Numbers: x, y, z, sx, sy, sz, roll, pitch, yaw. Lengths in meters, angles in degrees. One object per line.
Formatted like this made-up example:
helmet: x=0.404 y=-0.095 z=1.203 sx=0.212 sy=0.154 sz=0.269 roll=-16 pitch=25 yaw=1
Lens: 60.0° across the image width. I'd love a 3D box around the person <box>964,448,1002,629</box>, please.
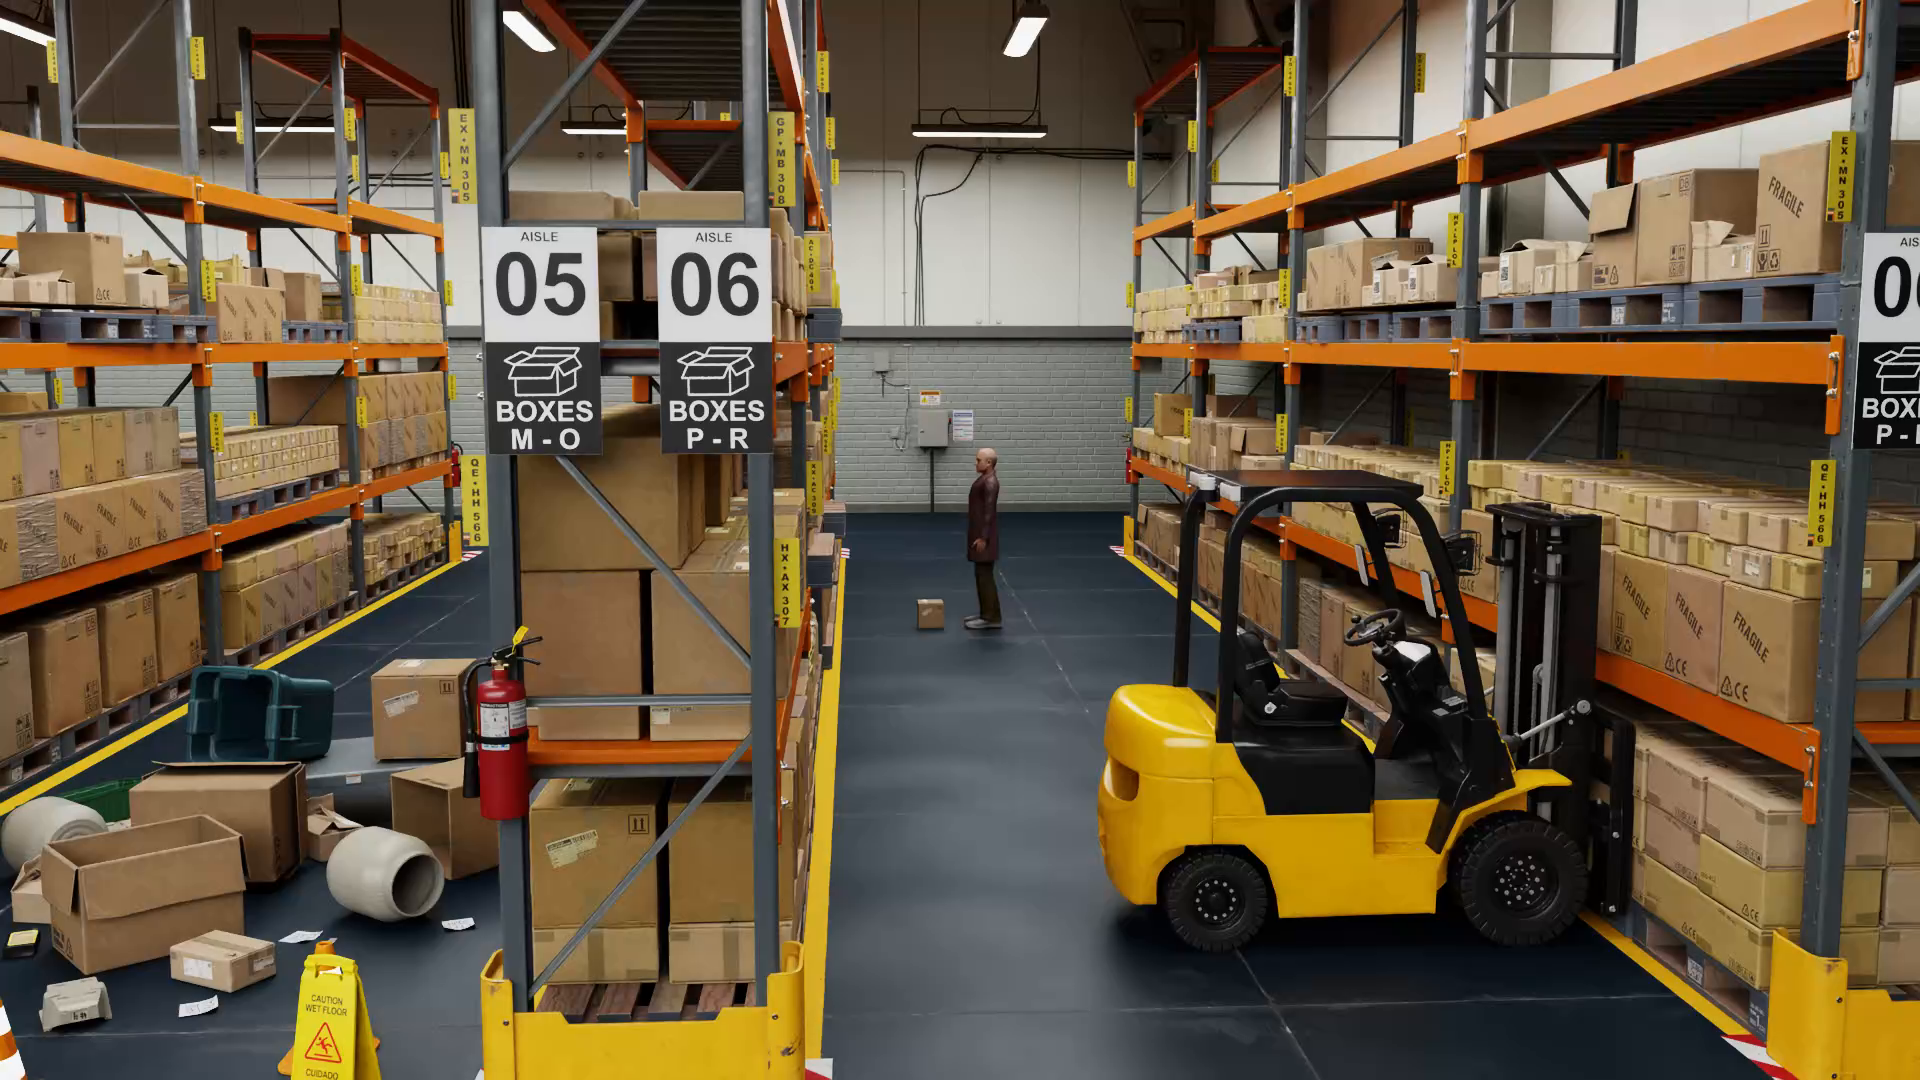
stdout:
person: x=0.230 y=-0.021 z=16.489 sx=0.377 sy=1.778 sz=0.559 roll=0 pitch=7 yaw=-2
